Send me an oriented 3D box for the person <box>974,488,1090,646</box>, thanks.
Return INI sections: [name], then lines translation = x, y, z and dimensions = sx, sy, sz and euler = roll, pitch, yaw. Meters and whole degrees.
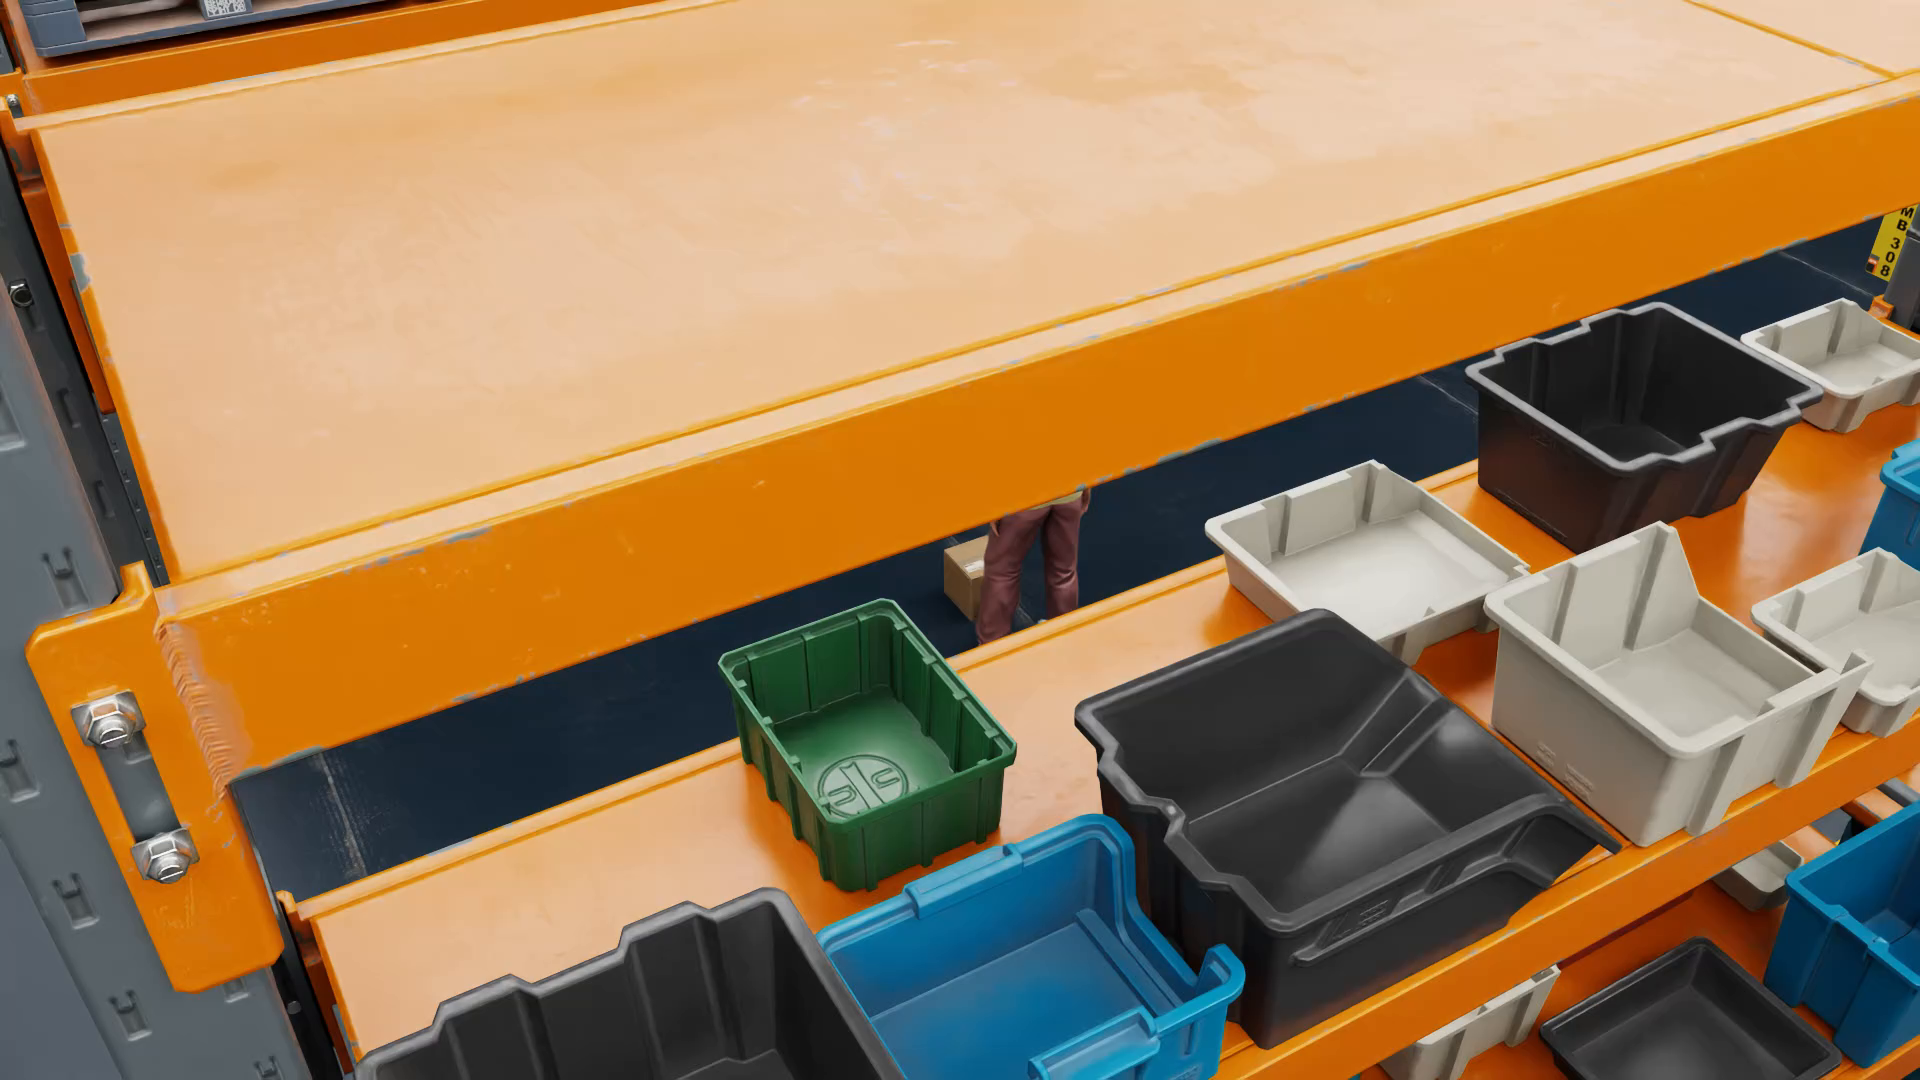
[person]
translation = 0.303, -0.198, 6.885
dimensions = 0.491, 1.669, 0.442
euler = -14, 39, -18
